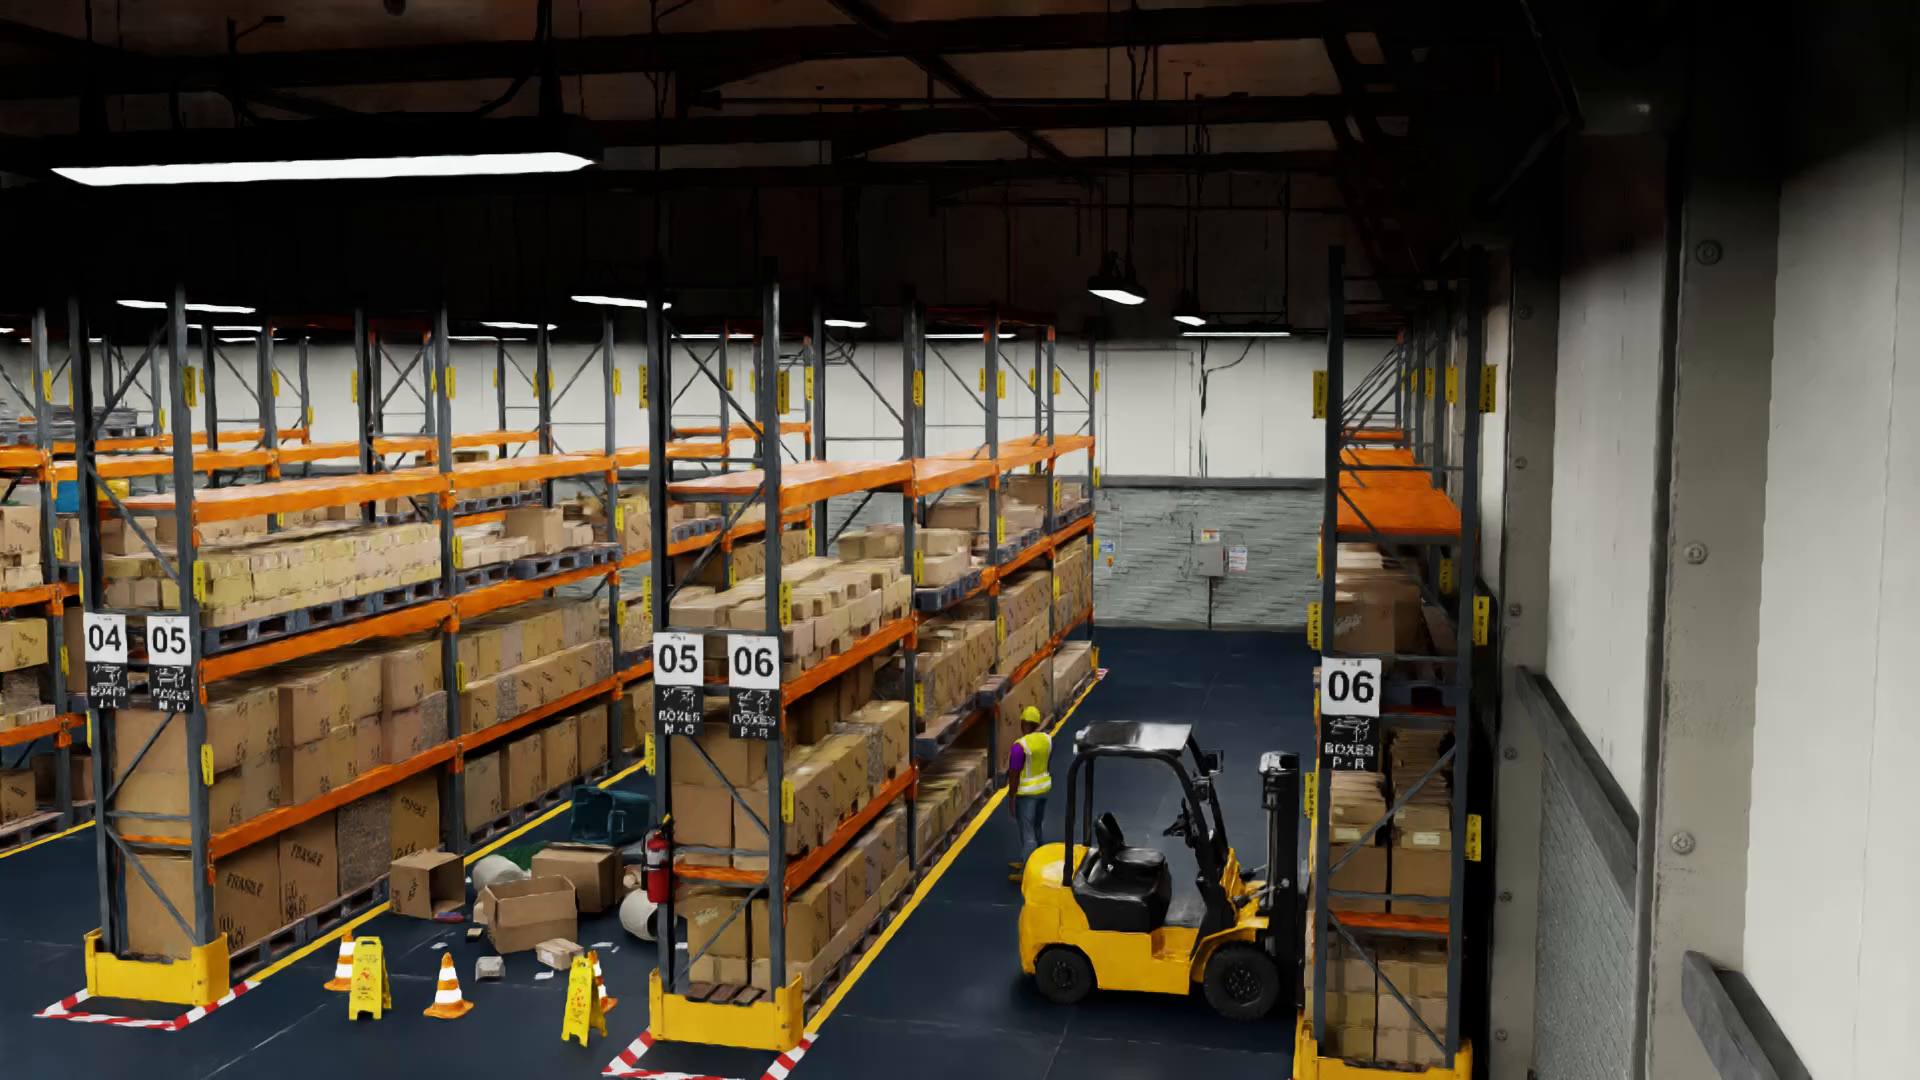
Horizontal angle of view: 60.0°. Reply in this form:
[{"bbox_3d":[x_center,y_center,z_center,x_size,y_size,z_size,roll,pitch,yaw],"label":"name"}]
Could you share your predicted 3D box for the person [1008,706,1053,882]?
[{"bbox_3d":[0.669,2.562,16.927,0.502,1.764,0.624,6,8,44],"label":"person"}]
